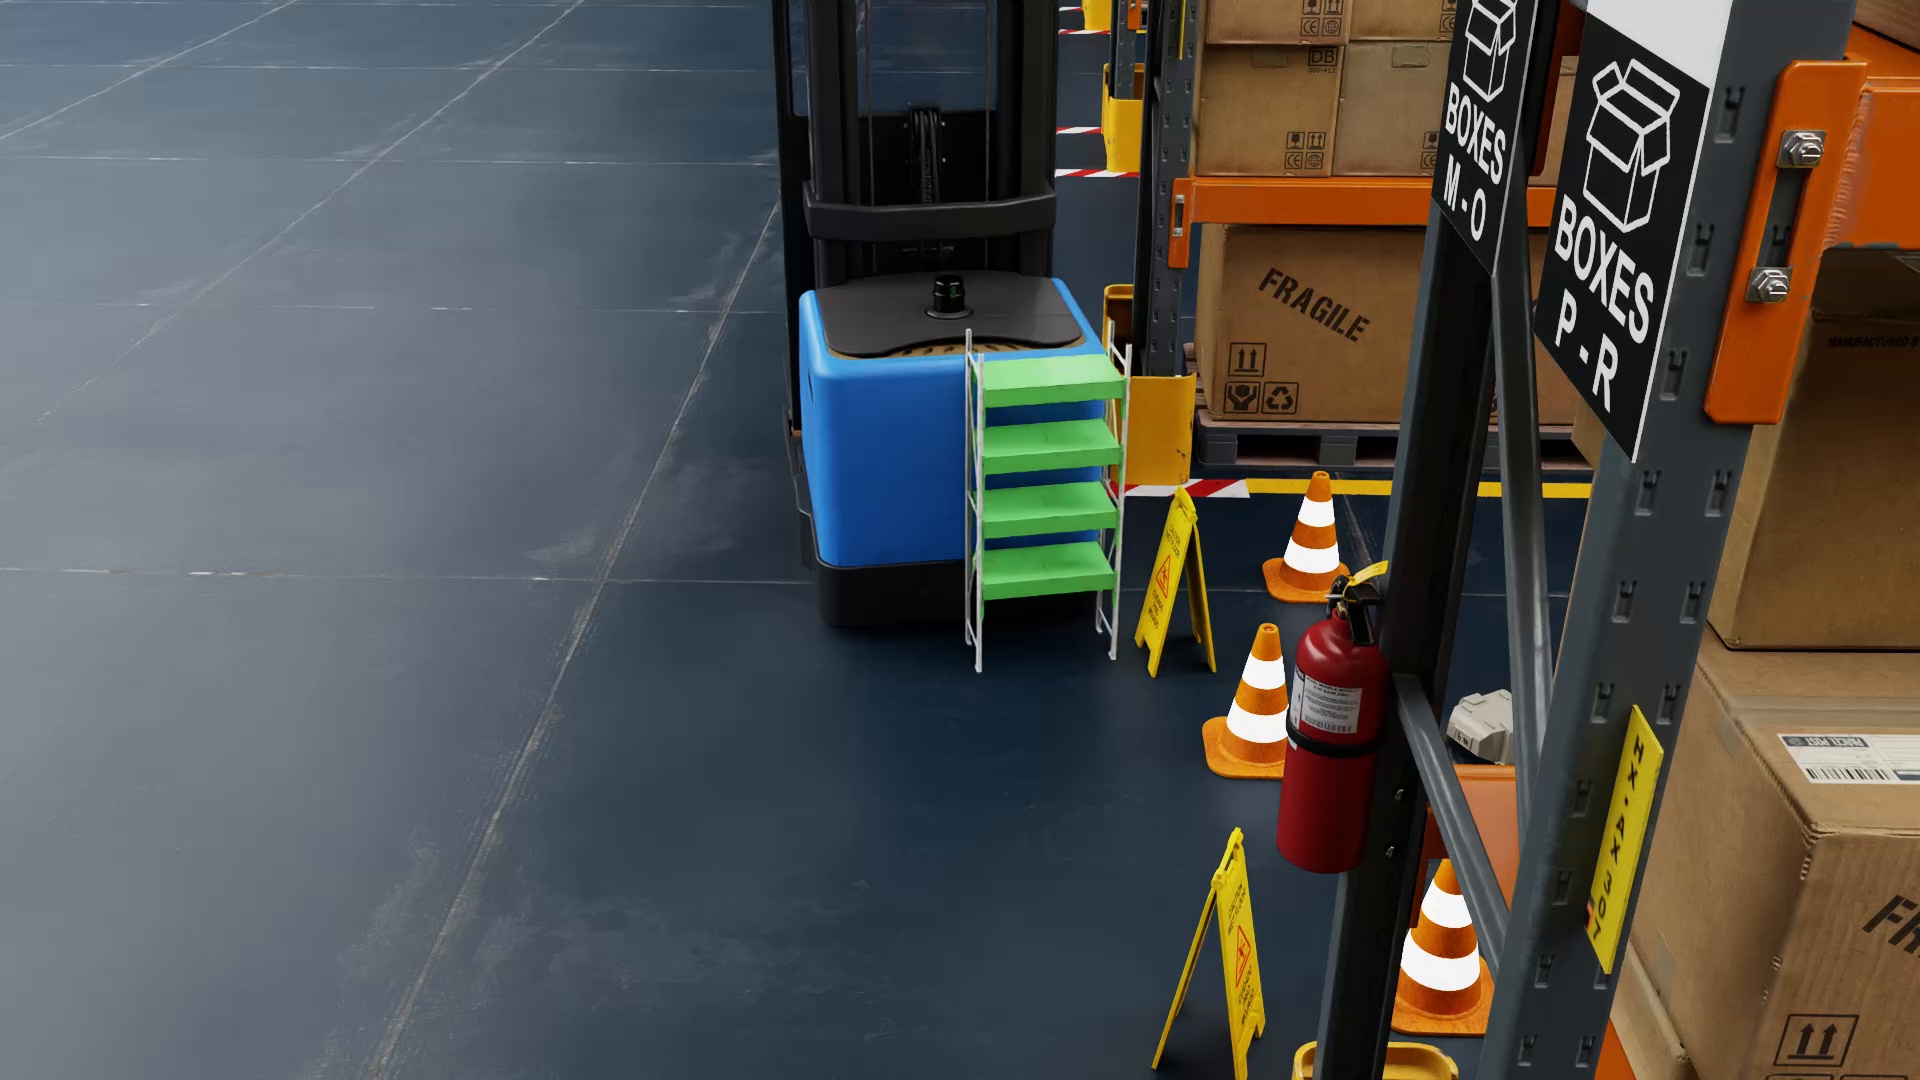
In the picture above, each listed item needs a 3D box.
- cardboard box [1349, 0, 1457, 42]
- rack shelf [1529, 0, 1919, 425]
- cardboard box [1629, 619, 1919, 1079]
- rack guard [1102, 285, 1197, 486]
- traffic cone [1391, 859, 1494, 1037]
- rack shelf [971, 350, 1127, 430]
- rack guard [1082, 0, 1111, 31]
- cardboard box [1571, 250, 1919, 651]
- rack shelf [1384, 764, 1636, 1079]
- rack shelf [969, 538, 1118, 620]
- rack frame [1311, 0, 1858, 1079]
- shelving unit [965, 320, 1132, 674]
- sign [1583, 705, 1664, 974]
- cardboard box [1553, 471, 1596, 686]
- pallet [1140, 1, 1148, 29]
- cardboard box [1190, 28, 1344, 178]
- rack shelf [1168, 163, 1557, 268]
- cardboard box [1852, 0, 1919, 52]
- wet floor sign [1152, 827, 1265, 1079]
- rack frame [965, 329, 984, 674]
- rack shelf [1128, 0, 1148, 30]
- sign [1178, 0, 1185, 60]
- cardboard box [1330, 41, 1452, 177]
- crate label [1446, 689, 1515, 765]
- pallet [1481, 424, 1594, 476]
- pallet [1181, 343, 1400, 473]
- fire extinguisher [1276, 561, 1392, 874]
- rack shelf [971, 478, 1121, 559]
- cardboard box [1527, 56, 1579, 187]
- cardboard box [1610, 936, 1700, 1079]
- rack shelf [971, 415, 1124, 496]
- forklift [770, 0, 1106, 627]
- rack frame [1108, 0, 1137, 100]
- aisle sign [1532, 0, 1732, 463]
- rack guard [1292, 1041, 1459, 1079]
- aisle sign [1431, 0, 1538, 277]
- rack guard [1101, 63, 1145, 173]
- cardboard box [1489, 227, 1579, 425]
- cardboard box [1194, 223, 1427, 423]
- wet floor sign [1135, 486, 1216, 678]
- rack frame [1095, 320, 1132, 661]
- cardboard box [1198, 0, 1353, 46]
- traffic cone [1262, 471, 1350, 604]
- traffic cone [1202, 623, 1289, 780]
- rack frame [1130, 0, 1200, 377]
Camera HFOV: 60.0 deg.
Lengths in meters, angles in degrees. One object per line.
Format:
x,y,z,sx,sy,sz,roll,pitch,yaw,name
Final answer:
1.792,-2.389,6.742,0.550,0.550,0.875,1,28,2,cardboard box
2.794,-0.492,2.041,4.000,0.370,1.077,1,28,2,rack shelf
1.259,0.445,2.284,0.500,0.500,0.500,1,28,1,cardboard box
0.845,-0.732,7.597,0.348,0.500,1.175,1,28,2,rack guard
1.271,1.007,4.357,0.334,0.463,0.336,1,28,2,traffic cone
0.288,-0.501,5.527,0.480,0.148,0.258,-5,28,-9,rack shelf
1.398,-5.391,16.386,0.348,0.500,1.175,1,28,2,rack guard
1.314,-0.229,2.487,0.500,0.500,0.700,0,28,1,cardboard box
2.794,0.833,2.743,4.000,0.370,1.077,1,28,2,rack shelf
0.288,0.135,5.864,0.480,0.148,0.258,-5,28,-9,rack shelf
0.795,0.484,2.634,0.053,2.616,0.949,1,28,2,rack frame
0.288,-0.134,5.721,0.503,1.200,0.258,-5,28,-9,shelving unit
0.777,0.354,1.955,0.005,0.325,0.100,1,28,2,sign
1.348,0.187,2.770,0.500,0.500,0.500,0,28,1,cardboard box
2.209,-5.247,16.423,1.213,0.211,1.003,1,28,2,pallet
1.242,-1.917,7.004,0.550,0.550,0.875,1,28,2,cardboard box
2.868,-1.485,7.117,4.000,0.370,1.077,1,28,2,rack shelf
1.116,-0.574,1.696,0.250,0.149,0.380,1,28,2,cardboard box
0.643,1.019,4.139,0.232,0.644,0.267,11,30,19,wet floor sign
0.048,-0.114,5.683,0.015,1.200,0.240,-5,28,-9,rack frame
3.144,-3.805,11.494,4.000,0.370,1.077,1,28,2,rack shelf
0.844,-1.994,6.300,0.005,0.325,0.100,1,28,2,sign
1.792,-1.919,7.007,0.550,0.550,0.875,1,28,2,cardboard box
1.758,0.609,5.454,0.298,0.136,0.250,-14,31,-24,crate label
2.887,-0.606,7.668,1.213,0.211,1.003,1,28,2,pallet
1.671,-0.627,7.708,1.213,0.211,1.003,1,28,2,pallet
0.697,0.299,3.066,0.183,0.674,0.296,1,28,2,fire extinguisher
0.288,-0.077,5.751,0.480,0.148,0.258,-5,28,-9,rack shelf
2.347,-1.851,6.878,0.550,0.550,0.875,1,28,2,cardboard box
1.128,0.696,2.503,0.250,0.149,0.380,1,28,2,cardboard box
0.288,-0.289,5.639,0.480,0.148,0.258,-5,28,-9,rack shelf
-0.205,-1.648,6.729,1.130,2.935,3.031,-4,28,-8,forklift
1.145,-4.156,11.388,0.127,3.000,1.000,1,28,2,rack frame
0.723,-0.522,1.757,0.004,0.787,0.394,1,28,2,aisle sign
0.871,1.588,3.220,0.348,0.500,1.175,1,28,2,rack guard
0.744,-0.803,2.286,0.004,0.787,0.394,1,28,2,aisle sign
1.221,-3.050,11.971,0.348,0.500,1.175,1,28,2,rack guard
2.429,-1.089,7.422,0.875,0.875,0.875,1,28,1,cardboard box
1.549,-1.103,7.448,0.875,0.875,0.875,1,28,2,cardboard box
0.770,0.130,5.815,0.232,0.644,0.267,-4,28,-7,wet floor sign
0.528,-0.154,5.760,0.015,1.200,0.240,-5,28,-9,rack frame
1.239,-2.355,6.677,0.550,0.550,0.875,1,28,2,cardboard box
1.350,-0.042,6.335,0.334,0.463,0.336,1,28,2,traffic cone
0.970,0.481,5.348,0.334,0.463,0.336,1,28,2,traffic cone
0.869,-1.836,7.011,0.127,3.000,1.000,1,28,2,rack frame
